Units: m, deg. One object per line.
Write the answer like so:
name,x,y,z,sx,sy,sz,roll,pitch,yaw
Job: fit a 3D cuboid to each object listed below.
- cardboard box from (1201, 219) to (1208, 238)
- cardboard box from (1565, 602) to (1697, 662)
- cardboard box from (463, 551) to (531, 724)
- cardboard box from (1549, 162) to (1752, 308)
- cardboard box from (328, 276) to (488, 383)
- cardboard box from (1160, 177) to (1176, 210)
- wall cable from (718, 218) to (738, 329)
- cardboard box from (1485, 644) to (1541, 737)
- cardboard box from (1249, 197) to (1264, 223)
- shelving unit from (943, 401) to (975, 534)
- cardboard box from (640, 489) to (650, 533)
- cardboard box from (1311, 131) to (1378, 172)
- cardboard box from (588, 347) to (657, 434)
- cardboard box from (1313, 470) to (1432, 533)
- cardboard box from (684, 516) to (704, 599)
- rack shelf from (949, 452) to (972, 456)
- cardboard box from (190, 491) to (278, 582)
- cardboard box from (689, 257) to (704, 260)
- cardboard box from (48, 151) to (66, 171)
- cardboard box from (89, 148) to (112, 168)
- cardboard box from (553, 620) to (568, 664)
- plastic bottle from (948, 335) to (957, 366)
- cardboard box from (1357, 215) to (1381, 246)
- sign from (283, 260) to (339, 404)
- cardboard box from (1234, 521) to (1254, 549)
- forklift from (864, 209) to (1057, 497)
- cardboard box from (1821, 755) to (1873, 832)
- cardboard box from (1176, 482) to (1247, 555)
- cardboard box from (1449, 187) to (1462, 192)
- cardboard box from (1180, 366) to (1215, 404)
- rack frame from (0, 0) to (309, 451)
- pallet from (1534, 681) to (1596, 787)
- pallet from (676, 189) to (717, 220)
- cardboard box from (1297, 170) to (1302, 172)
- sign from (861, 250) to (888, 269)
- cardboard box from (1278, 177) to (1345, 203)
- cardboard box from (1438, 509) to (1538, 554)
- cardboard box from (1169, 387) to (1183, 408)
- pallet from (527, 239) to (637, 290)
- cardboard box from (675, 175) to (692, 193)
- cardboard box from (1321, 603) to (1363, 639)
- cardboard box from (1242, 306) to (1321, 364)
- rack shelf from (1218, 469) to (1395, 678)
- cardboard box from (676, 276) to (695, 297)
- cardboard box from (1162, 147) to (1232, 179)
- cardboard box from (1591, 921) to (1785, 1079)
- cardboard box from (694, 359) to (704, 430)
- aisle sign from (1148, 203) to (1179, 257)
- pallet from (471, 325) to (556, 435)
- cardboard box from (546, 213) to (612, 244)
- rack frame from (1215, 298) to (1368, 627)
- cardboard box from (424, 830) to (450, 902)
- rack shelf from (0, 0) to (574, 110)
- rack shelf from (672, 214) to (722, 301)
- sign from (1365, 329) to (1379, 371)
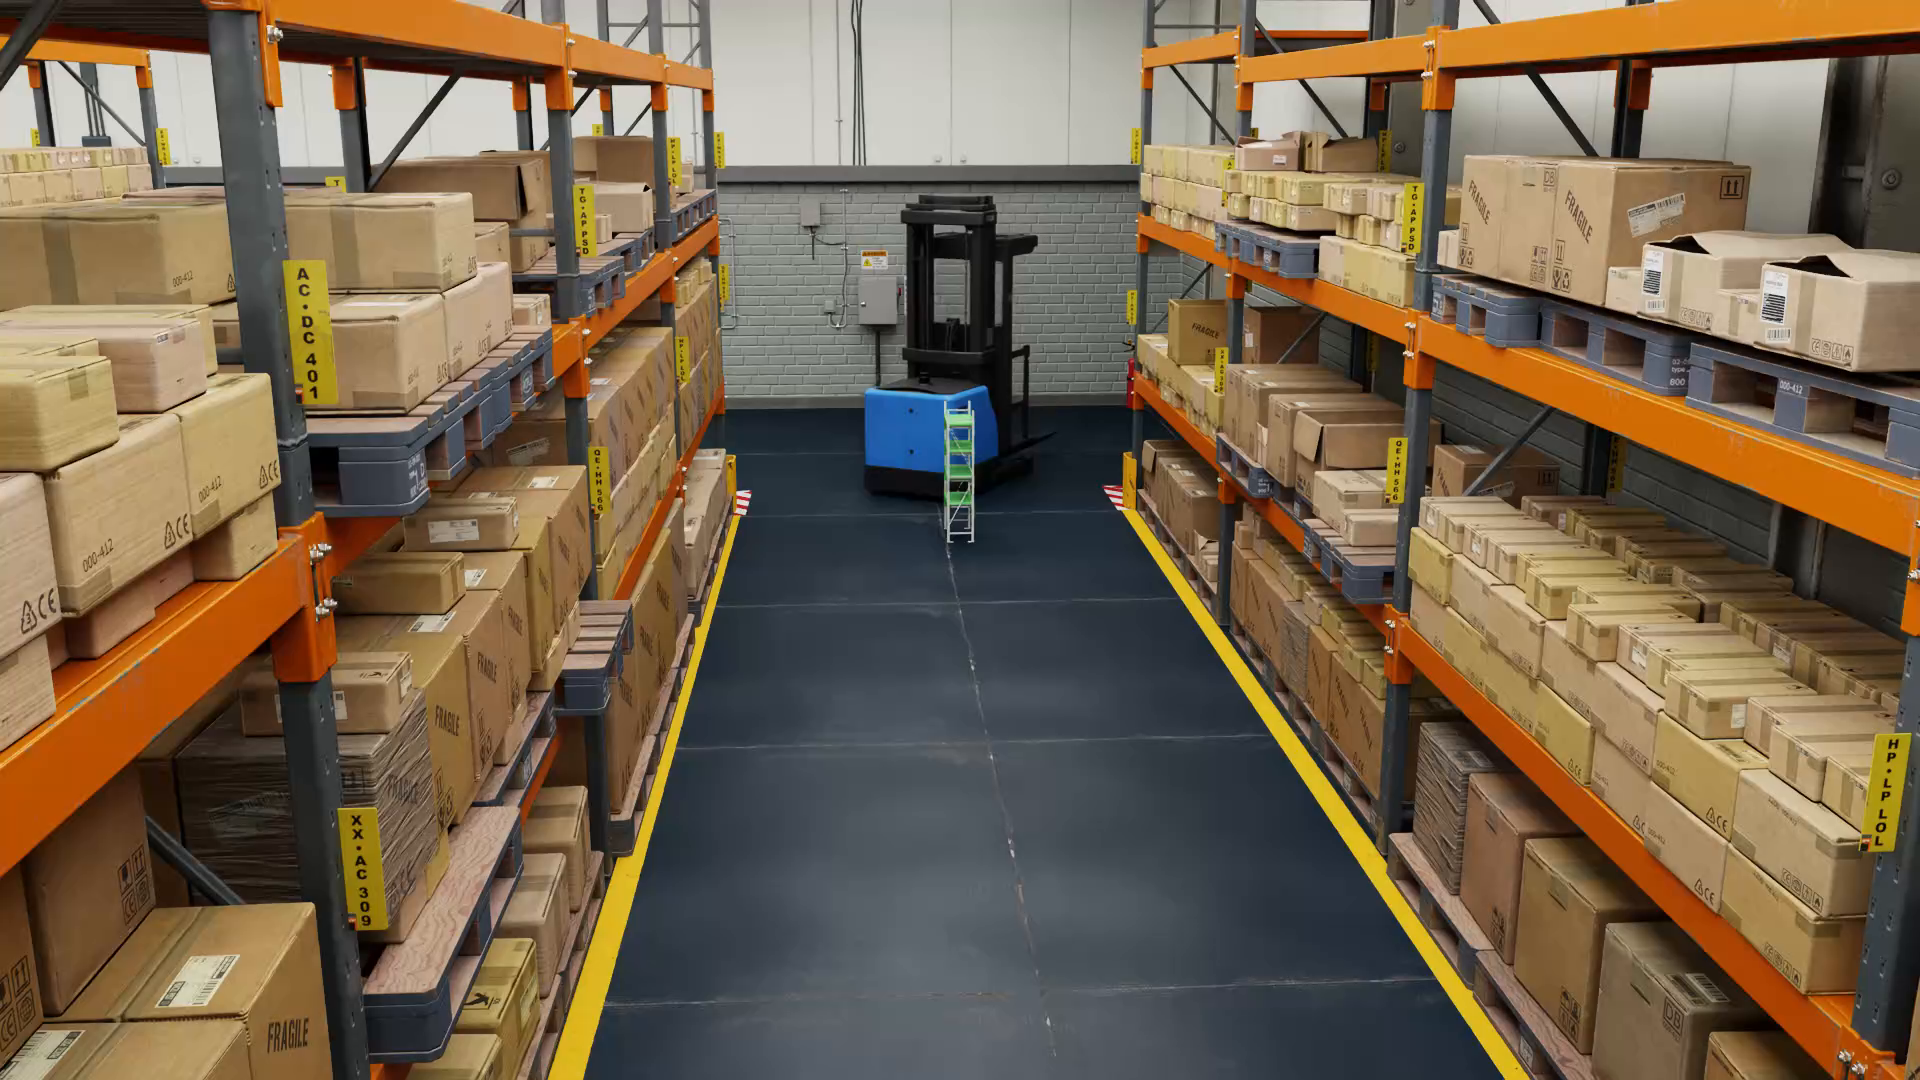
cardboard box,2.092,-2.429,12.930,0.380,0.149,0.250,-1,14,-4
cardboard box,2.490,0.340,6.183,0.380,0.149,0.250,-1,14,-5
cardboard box,-1.853,0.351,6.001,0.500,0.500,0.500,-1,15,-6
cardboard box,2.552,-1.145,6.192,0.500,0.500,0.500,-1,14,-2
cardboard box,-1.687,-0.618,4.845,0.500,0.250,0.500,-1,14,-4
cardboard box,2.018,-2.974,14.251,0.500,0.250,0.500,-1,14,-5
wall cable,-3.135,-3.650,21.091,0.585,1.953,0.123,-1,14,-3
cardboard box,2.536,0.611,6.932,0.500,0.250,0.500,-1,14,-5
cardboard box,2.087,-2.135,10.747,0.380,0.149,0.250,-1,14,-3
shelving unit,-6.149,0.483,10.742,13.061,1.200,8.595,-1,14,-3
cardboard box,-2.156,-0.185,10.026,0.500,0.250,0.500,-1,14,-3
cardboard box,2.577,-2.611,11.167,0.396,0.266,0.258,-1,14,-3
cardboard box,-2.185,-0.917,10.362,0.500,0.500,0.500,0,14,-2
cardboard box,2.299,-0.217,9.308,0.500,0.250,0.500,-2,15,-6
cardboard box,-2.446,0.134,12.787,0.875,0.438,0.875,-1,14,-4
rack shelf,-0.010,-0.821,14.986,0.199,0.029,0.442,-1,14,-3
cardboard box,-1.694,-0.014,3.544,0.380,0.149,0.250,-1,14,-3
cardboard box,-2.540,-2.502,15.220,0.380,0.149,0.250,-1,14,-3
cardboard box,-7.309,-2.993,13.119,0.380,0.149,0.250,-1,14,-5
cardboard box,-7.324,-3.186,13.866,0.386,0.149,0.259,0,14,-1
cardboard box,-1.854,0.435,6.977,0.380,0.149,0.250,-2,15,-6
plastic bottle,-8.248,0.499,9.583,18.385,1.306,13.806,-2,15,-7
cardboard box,2.379,-1.678,9.010,0.380,0.149,0.250,-1,14,-3
sign,-1.477,-0.470,3.775,0.100,0.325,0.005,-1,14,-3
cardboard box,2.196,-0.037,12.023,0.380,0.149,0.250,0,14,-1
forklift,-3.437,-1.970,16.977,7.029,2.843,7.237,7,16,26
cardboard box,2.719,-0.143,8.765,0.659,0.500,8.552,0,14,-2
cardboard box,2.214,-0.186,13.904,0.700,0.500,0.500,-1,14,-6
cardboard box,2.873,-1.833,9.013,0.380,0.149,0.250,0,14,-2
cardboard box,2.101,-1.267,13.633,0.500,0.250,0.500,-1,14,-4
rack frame,-2.019,-1.662,3.426,1.000,3.000,0.127,-1,14,-3
pallet,-9.709,0.384,4.889,25.245,1.709,1.217,-1,15,-6
pallet,-2.706,-2.966,14.694,1.003,0.211,1.213,-1,14,-3
cardboard box,2.693,-2.717,12.249,0.500,0.250,0.500,-1,14,-4
sign,-1.097,-3.590,21.301,0.339,0.242,0.001,-1,14,-3
cardboard box,2.169,-2.150,10.207,0.380,0.149,0.250,-1,14,-3
cardboard box,2.431,-0.041,7.664,0.380,0.149,0.250,-1,14,-2
cardboard box,2.005,-1.224,14.270,0.380,0.149,0.250,-1,14,-2
pallet,-2.431,-1.550,9.390,1.003,0.211,1.213,0,14,-1
cardboard box,-2.538,-3.110,14.535,0.380,0.149,0.250,-2,15,-8
cardboard box,2.397,0.483,10.000,0.380,0.149,0.250,-1,14,-4
cardboard box,2.613,-1.633,13.551,0.500,0.500,0.500,-1,14,-5
rack shelf,2.564,0.022,10.364,1.077,0.370,4.000,-1,14,-3
cardboard box,-2.350,-2.054,13.482,0.380,0.149,0.250,-1,14,-3
cardboard box,2.026,-3.219,14.198,0.500,0.250,0.500,-1,14,-4
cardboard box,2.999,2.316,3.930,0.963,0.625,4.871,-1,14,-3
cardboard box,-2.333,-1.164,13.331,0.500,0.500,0.500,-1,14,-3
aisle sign,1.895,-3.090,15.799,0.394,0.787,0.004,-1,14,-3
pallet,-2.018,-0.531,5.429,1.213,0.211,1.003,-1,14,-3
cardboard box,-2.247,-1.821,9.691,0.380,0.166,0.250,0,14,1
rack frame,2.440,-0.824,12.208,1.000,3.000,0.127,-1,14,-3
cardboard box,-1.744,0.957,4.948,0.380,0.149,0.250,-1,14,-2
rack shelf,-2.142,-1.617,5.499,1.077,0.370,4.000,-1,14,-3
rack shelf,-7.584,-1.545,13.445,10.987,1.870,4.000,-1,14,-3
sign,-2.127,-1.223,5.560,11.111,3.253,12.099,-1,14,-3
